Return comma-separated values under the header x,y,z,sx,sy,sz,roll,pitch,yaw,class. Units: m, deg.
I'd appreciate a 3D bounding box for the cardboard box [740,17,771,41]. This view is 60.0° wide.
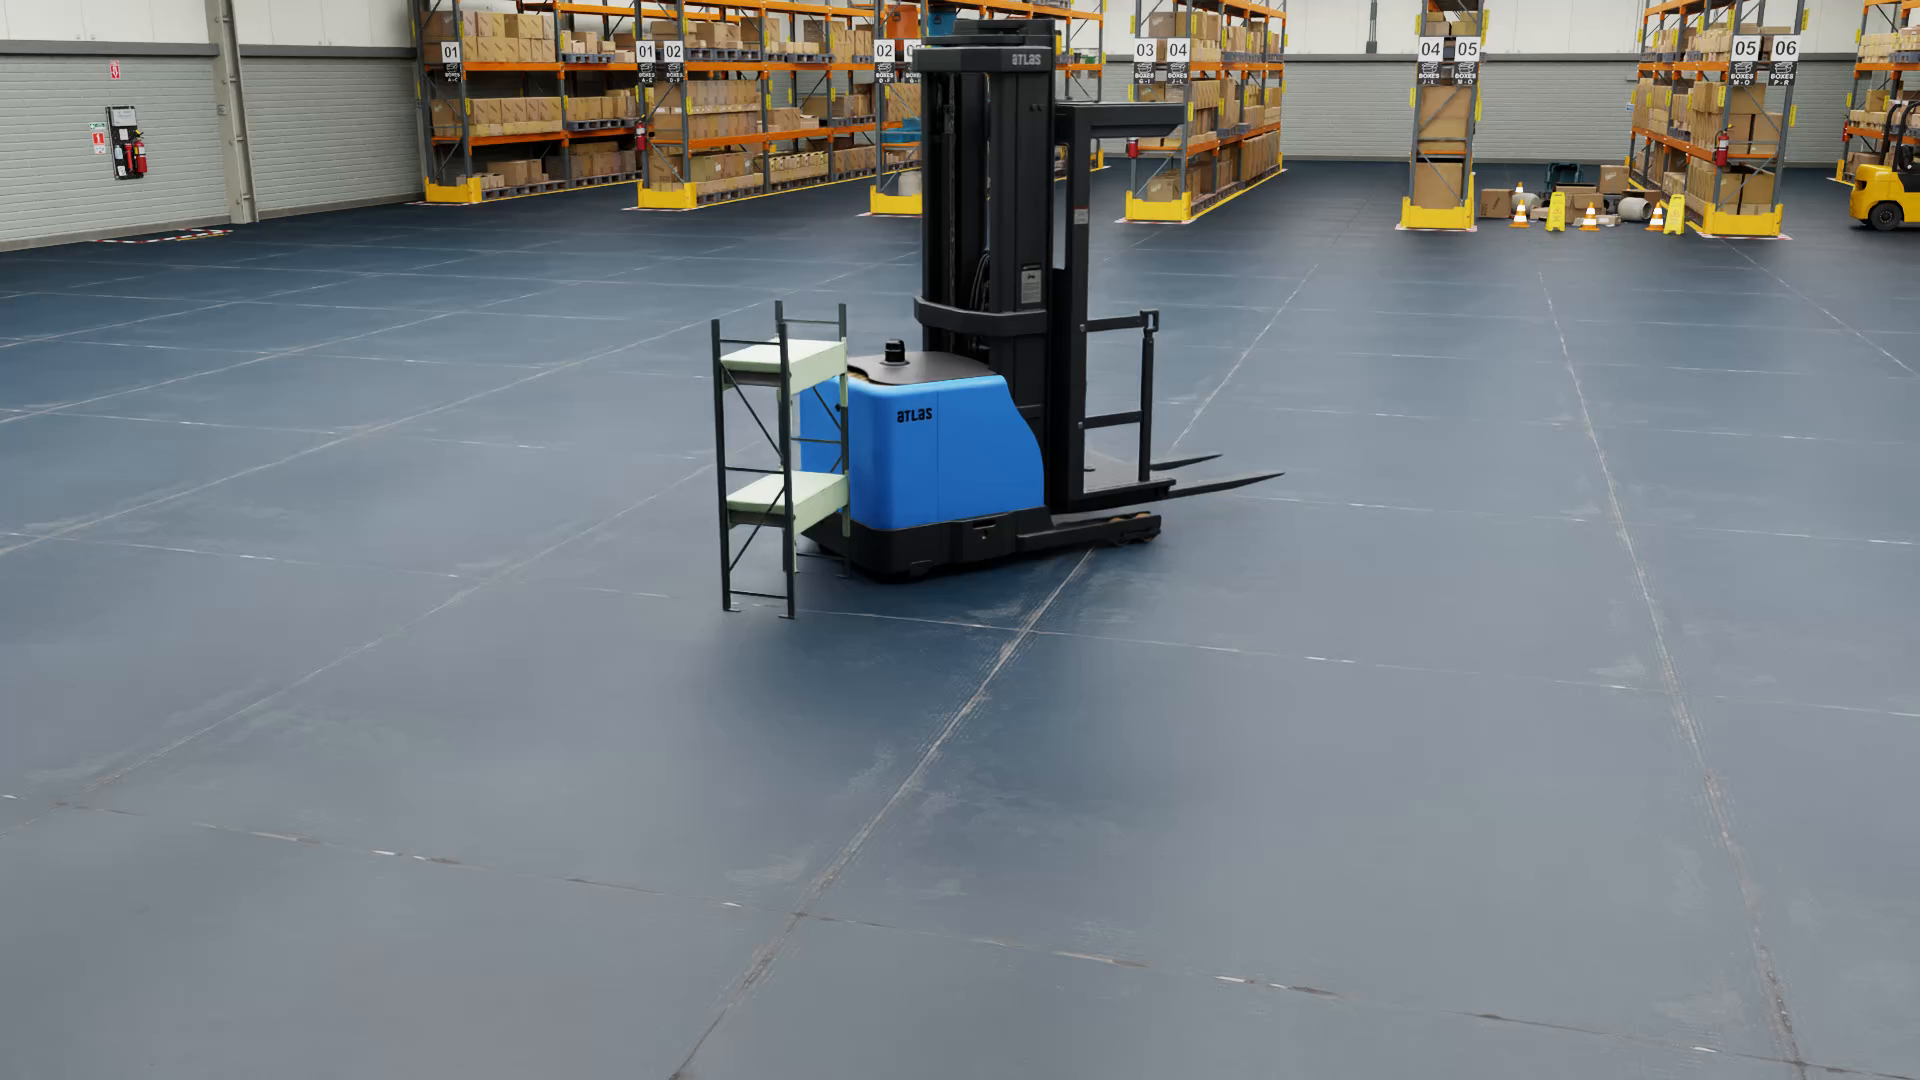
x,y,z,sx,sy,sz,roll,pitch,yaw,class
-4.511,-11.266,36.684,0.500,0.500,0.500,5,17,17,cardboard box

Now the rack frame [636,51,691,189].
x,y,z,sx,sy,sz,roll,pitch,yaw,class
-5.861,-8.127,32.985,1.000,3.000,0.127,5,16,16,rack frame

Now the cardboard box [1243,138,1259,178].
x,y,z,sx,sy,sz,roll,pitch,yaw,class
6.386,-9.042,39.336,1.225,0.875,0.875,5,16,16,cardboard box

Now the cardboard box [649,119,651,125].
x,y,z,sx,sy,sz,roll,pitch,yaw,class
-8.022,-10.560,41.987,0.380,0.149,0.250,4,16,15,cardboard box

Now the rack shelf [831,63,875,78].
x,y,z,sx,sy,sz,roll,pitch,yaw,class
-3.019,-11.840,41.898,1.077,0.370,4.000,5,16,16,rack shelf

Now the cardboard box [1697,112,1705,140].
x,y,z,sx,sy,sz,roll,pitch,yaw,class
13.606,-7.470,29.941,0.500,0.500,0.500,4,16,15,cardboard box

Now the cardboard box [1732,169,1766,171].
x,y,z,sx,sy,sz,roll,pitch,yaw,class
13.933,-6.293,29.414,0.500,0.500,0.500,5,17,17,cardboard box

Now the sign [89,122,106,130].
x,y,z,sx,sy,sz,roll,pitch,yaw,class
-13.932,-6.683,26.858,0.001,0.109,0.331,5,16,16,sign

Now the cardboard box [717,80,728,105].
x,y,z,sx,sy,sz,roll,pitch,yaw,class
-5.272,-9.335,34.684,0.700,0.500,0.500,5,16,16,cardboard box

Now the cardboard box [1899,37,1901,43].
x,y,z,sx,sy,sz,roll,pitch,yaw,class
20.795,-10.941,36.371,0.380,0.149,0.250,5,17,17,cardboard box

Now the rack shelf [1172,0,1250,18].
x,y,z,sx,sy,sz,roll,pitch,yaw,class
5.341,-11.275,35.142,1.077,0.370,4.000,5,16,16,rack shelf

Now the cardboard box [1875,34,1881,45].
x,y,z,sx,sy,sz,roll,pitch,yaw,class
21.650,-11.651,38.726,0.500,0.250,0.500,5,17,17,cardboard box

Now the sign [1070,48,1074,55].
x,y,z,sx,sy,sz,roll,pitch,yaw,class
2.824,-12.286,42.133,0.100,0.325,0.005,5,16,16,sign

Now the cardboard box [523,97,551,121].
x,y,z,sx,sy,sz,roll,pitch,yaw,class
-9.449,-9.576,36.958,0.500,0.500,0.500,5,16,16,cardboard box

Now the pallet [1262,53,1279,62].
x,y,z,sx,sy,sz,roll,pitch,yaw,class
7.637,-12.429,42.818,1.003,0.211,1.213,5,16,16,pallet

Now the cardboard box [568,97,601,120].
x,y,z,sx,sy,sz,roll,pitch,yaw,class
-8.975,-10.267,39.541,0.700,0.500,0.500,7,17,24,cardboard box

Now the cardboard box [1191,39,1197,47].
x,y,z,sx,sy,sz,roll,pitch,yaw,class
4.102,-9.035,30.234,0.380,0.149,0.250,5,17,17,cardboard box

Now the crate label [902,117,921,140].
x,y,z,sx,sy,sz,roll,pitch,yaw,class
-0.849,-8.261,33.394,0.502,0.435,0.616,5,16,16,crate label

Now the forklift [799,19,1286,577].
x,y,z,sx,sy,sz,roll,pitch,yaw,class
0.595,-1.487,9.700,3.031,2.935,1.130,-9,18,-30,forklift

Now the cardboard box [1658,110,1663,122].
x,y,z,sx,sy,sz,roll,pitch,yaw,class
15.573,-9.267,36.363,0.500,0.250,0.500,4,16,14,cardboard box

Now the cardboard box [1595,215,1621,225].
x,y,z,sx,sy,sz,roll,pitch,yaw,class
11.573,-5.717,29.714,0.250,0.149,0.380,-15,21,-41,cardboard box

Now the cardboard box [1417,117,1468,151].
x,y,z,sx,sy,sz,roll,pitch,yaw,class
8.425,-7.120,29.158,0.875,0.550,0.550,5,16,16,cardboard box

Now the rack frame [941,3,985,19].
x,y,z,sx,sy,sz,roll,pitch,yaw,class
0.024,-11.675,34.498,1.000,3.000,0.127,5,16,16,rack frame

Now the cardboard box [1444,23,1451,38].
x,y,z,sx,sy,sz,roll,pitch,yaw,class
8.377,-8.991,29.313,0.500,0.250,0.500,5,16,16,cardboard box

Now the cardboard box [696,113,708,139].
x,y,z,sx,sy,sz,roll,pitch,yaw,class
-5.571,-8.434,33.884,0.700,0.500,0.500,5,17,17,cardboard box

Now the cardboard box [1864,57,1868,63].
x,y,z,sx,sy,sz,roll,pitch,yaw,class
21.823,-11.455,39.680,0.380,0.149,0.250,5,17,17,cardboard box

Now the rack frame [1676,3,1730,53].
x,y,z,sx,sy,sz,roll,pitch,yaw,class
15.411,-11.569,34.124,1.000,3.000,0.127,5,16,16,rack frame

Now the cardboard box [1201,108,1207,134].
x,y,z,sx,sy,sz,roll,pitch,yaw,class
4.364,-8.216,32.570,0.875,0.500,0.500,5,16,16,cardboard box

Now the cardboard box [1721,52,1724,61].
x,y,z,sx,sy,sz,roll,pitch,yaw,class
13.279,-8.291,28.527,0.380,0.149,0.250,4,16,15,cardboard box

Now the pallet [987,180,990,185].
x,y,z,sx,sy,sz,roll,pitch,yaw,class
0.555,-7.976,37.561,1.003,0.211,1.213,5,16,16,pallet

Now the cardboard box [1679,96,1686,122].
x,y,z,sx,sy,sz,roll,pitch,yaw,class
14.625,-8.569,33.046,0.500,0.500,0.500,4,16,14,cardboard box

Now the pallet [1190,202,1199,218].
x,y,z,sx,sy,sz,roll,pitch,yaw,class
3.922,-6.246,31.464,1.003,0.211,1.213,5,16,16,pallet

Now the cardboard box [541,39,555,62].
x,y,z,sx,sy,sz,roll,pitch,yaw,class
-9.382,-10.906,37.064,0.500,0.500,0.500,5,17,17,cardboard box

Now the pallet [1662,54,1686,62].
x,y,z,sx,sy,sz,roll,pitch,yaw,class
15.858,-10.500,36.200,1.003,0.211,1.213,5,17,18,pallet

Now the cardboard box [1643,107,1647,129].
x,y,z,sx,sy,sz,roll,pitch,yaw,class
16.575,-10.053,39.593,0.500,0.500,0.500,4,16,15,cardboard box

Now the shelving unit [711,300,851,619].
x,y,z,sx,sy,sz,roll,pitch,yaw,class
-0.907,-0.437,8.622,0.431,1.500,0.755,5,17,18,shelving unit

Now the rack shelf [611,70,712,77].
x,y,z,sx,sy,sz,roll,pitch,yaw,class
-7.770,-12.223,43.249,1.077,0.370,4.000,5,16,16,rack shelf

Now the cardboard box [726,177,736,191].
x,y,z,sx,sy,sz,roll,pitch,yaw,class
-5.067,-7.522,35.120,0.500,0.250,0.500,5,16,16,cardboard box

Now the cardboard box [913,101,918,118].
x,y,z,sx,sy,sz,roll,pitch,yaw,class
-1.471,-11.957,46.304,0.500,0.500,0.500,5,17,16,cardboard box

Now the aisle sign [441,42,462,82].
x,y,z,sx,sy,sz,roll,pitch,yaw,class
-10.344,-9.719,33.833,0.394,0.787,0.004,5,16,16,aisle sign

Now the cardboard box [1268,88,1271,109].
x,y,z,sx,sy,sz,roll,pitch,yaw,class
7.575,-11.163,42.043,0.500,0.500,0.500,5,16,16,cardboard box

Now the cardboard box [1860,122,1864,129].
x,y,z,sx,sy,sz,roll,pitch,yaw,class
21.674,-9.873,39.600,0.380,0.149,0.250,4,16,14,cardboard box

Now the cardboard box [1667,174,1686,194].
x,y,z,sx,sy,sz,roll,pitch,yaw,class
15.039,-7.279,34.043,0.950,0.372,0.625,4,16,15,cardboard box

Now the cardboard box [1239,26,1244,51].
x,y,z,sx,sy,sz,roll,pitch,yaw,class
5.878,-10.903,36.177,0.500,0.500,0.500,5,16,16,cardboard box

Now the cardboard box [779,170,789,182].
x,y,z,sx,sy,sz,roll,pitch,yaw,class
-4.226,-8.273,37.768,0.500,0.250,0.500,5,17,17,cardboard box

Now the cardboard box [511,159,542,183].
x,y,z,sx,sy,sz,roll,pitch,yaw,class
-9.731,-8.291,37.338,0.500,0.500,0.500,3,16,12,cardboard box

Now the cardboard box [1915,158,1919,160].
x,y,z,sx,sy,sz,roll,pitch,yaw,class
20.352,-7.964,35.032,0.380,0.149,0.250,5,17,18,cardboard box

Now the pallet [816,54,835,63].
x,y,z,sx,sy,sz,roll,pitch,yaw,class
-3.695,-11.388,39.330,1.213,0.211,1.003,5,17,18,pallet

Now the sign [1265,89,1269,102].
x,y,z,sx,sy,sz,roll,pitch,yaw,class
7.569,-10.977,41.055,0.100,0.325,0.005,5,16,16,sign

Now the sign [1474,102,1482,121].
x,y,z,sx,sy,sz,roll,pitch,yaw,class
8.893,-7.357,28.538,0.100,0.325,0.005,5,16,16,sign

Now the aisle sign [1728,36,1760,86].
x,y,z,sx,sy,sz,roll,pitch,yaw,class
12.842,-7.846,27.231,0.394,0.787,0.004,5,16,16,aisle sign
